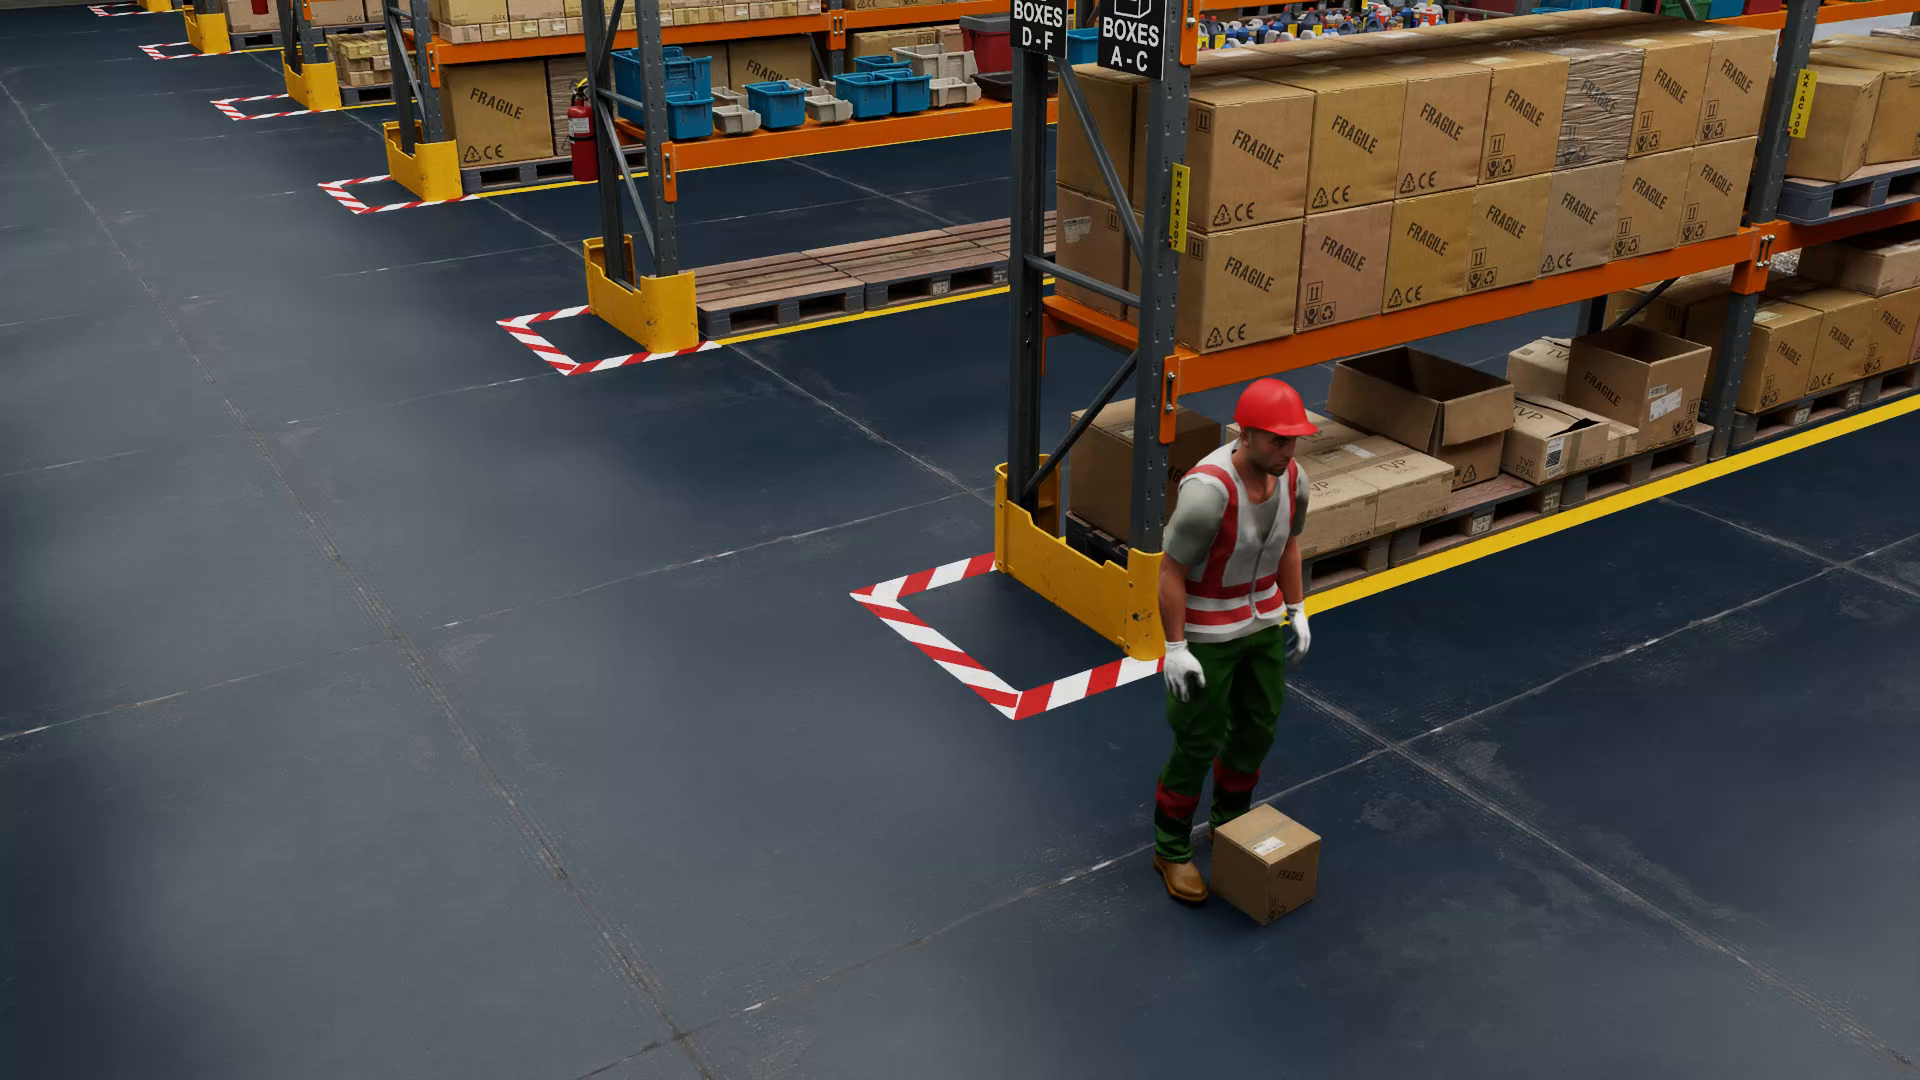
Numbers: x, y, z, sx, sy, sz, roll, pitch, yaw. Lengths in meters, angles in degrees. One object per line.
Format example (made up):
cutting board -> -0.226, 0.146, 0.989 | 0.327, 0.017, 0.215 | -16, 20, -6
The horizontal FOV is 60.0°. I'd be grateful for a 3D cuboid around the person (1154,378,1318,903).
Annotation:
person -> 0.896, 0.311, 5.417 | 0.607, 1.780, 0.449 | -15, 29, -30
